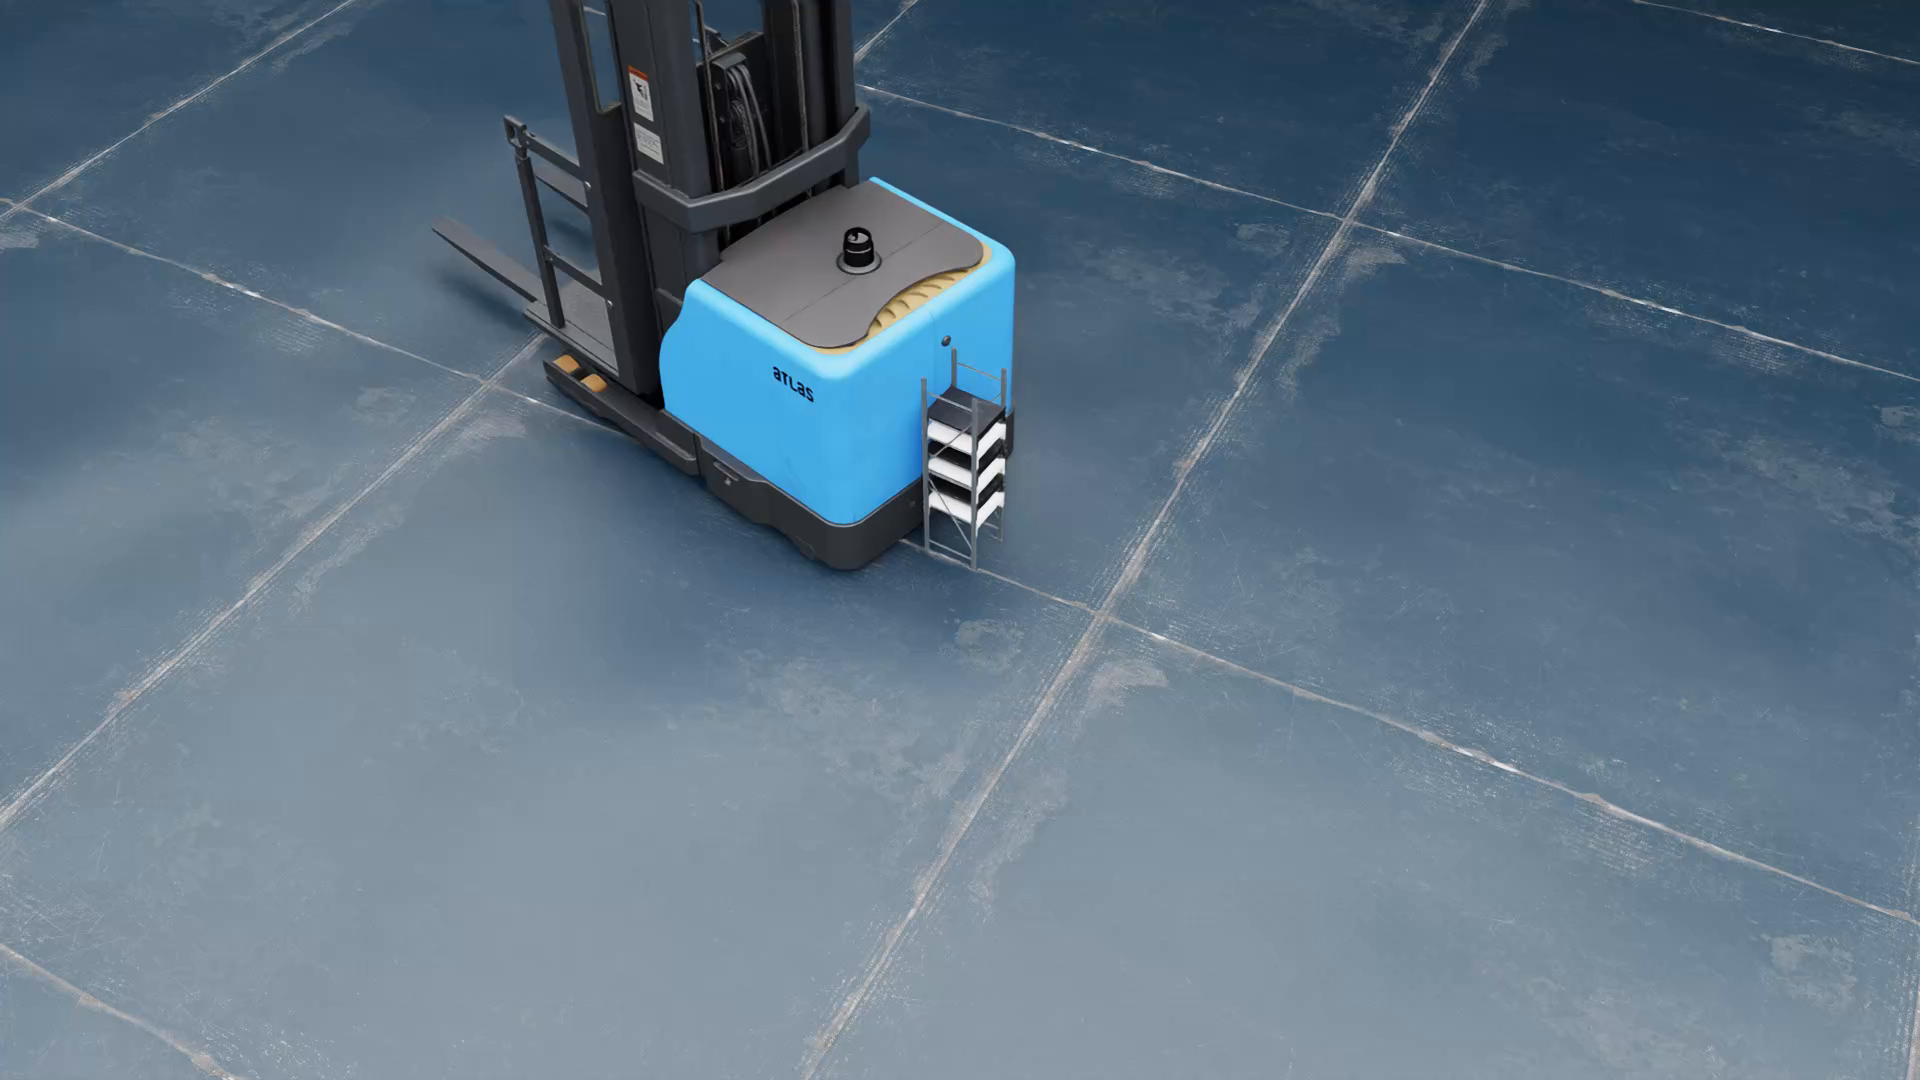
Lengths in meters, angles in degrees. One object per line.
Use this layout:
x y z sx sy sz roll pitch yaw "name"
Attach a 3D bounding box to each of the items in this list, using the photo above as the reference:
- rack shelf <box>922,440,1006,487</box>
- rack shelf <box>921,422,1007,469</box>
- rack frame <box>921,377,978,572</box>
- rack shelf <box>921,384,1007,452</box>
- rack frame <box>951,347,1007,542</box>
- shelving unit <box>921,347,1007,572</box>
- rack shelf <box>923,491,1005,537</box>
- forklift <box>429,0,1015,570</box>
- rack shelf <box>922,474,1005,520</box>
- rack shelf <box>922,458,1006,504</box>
0.015 -0.335 6.368 0.258 0.077 0.200 24 50 22 "rack shelf"
0.015 -0.398 6.304 0.258 0.077 0.200 24 50 22 "rack shelf"
-0.039 -0.234 6.348 0.240 0.900 0.006 24 50 22 "rack frame"
0.015 -0.461 6.240 0.258 0.077 0.200 24 50 22 "rack shelf"
0.070 -0.356 6.469 0.240 0.900 0.006 24 50 22 "rack frame"
0.015 -0.295 6.409 0.258 0.900 0.210 24 50 22 "shelving unit"
0.015 -0.145 6.560 0.258 0.077 0.200 24 50 22 "rack shelf"
-1.197 -1.835 6.503 3.031 2.935 1.130 33 54 29 "forklift"
0.015 -0.208 6.496 0.258 0.077 0.200 24 50 22 "rack shelf"
0.015 -0.271 6.432 0.258 0.077 0.200 24 50 22 "rack shelf"
